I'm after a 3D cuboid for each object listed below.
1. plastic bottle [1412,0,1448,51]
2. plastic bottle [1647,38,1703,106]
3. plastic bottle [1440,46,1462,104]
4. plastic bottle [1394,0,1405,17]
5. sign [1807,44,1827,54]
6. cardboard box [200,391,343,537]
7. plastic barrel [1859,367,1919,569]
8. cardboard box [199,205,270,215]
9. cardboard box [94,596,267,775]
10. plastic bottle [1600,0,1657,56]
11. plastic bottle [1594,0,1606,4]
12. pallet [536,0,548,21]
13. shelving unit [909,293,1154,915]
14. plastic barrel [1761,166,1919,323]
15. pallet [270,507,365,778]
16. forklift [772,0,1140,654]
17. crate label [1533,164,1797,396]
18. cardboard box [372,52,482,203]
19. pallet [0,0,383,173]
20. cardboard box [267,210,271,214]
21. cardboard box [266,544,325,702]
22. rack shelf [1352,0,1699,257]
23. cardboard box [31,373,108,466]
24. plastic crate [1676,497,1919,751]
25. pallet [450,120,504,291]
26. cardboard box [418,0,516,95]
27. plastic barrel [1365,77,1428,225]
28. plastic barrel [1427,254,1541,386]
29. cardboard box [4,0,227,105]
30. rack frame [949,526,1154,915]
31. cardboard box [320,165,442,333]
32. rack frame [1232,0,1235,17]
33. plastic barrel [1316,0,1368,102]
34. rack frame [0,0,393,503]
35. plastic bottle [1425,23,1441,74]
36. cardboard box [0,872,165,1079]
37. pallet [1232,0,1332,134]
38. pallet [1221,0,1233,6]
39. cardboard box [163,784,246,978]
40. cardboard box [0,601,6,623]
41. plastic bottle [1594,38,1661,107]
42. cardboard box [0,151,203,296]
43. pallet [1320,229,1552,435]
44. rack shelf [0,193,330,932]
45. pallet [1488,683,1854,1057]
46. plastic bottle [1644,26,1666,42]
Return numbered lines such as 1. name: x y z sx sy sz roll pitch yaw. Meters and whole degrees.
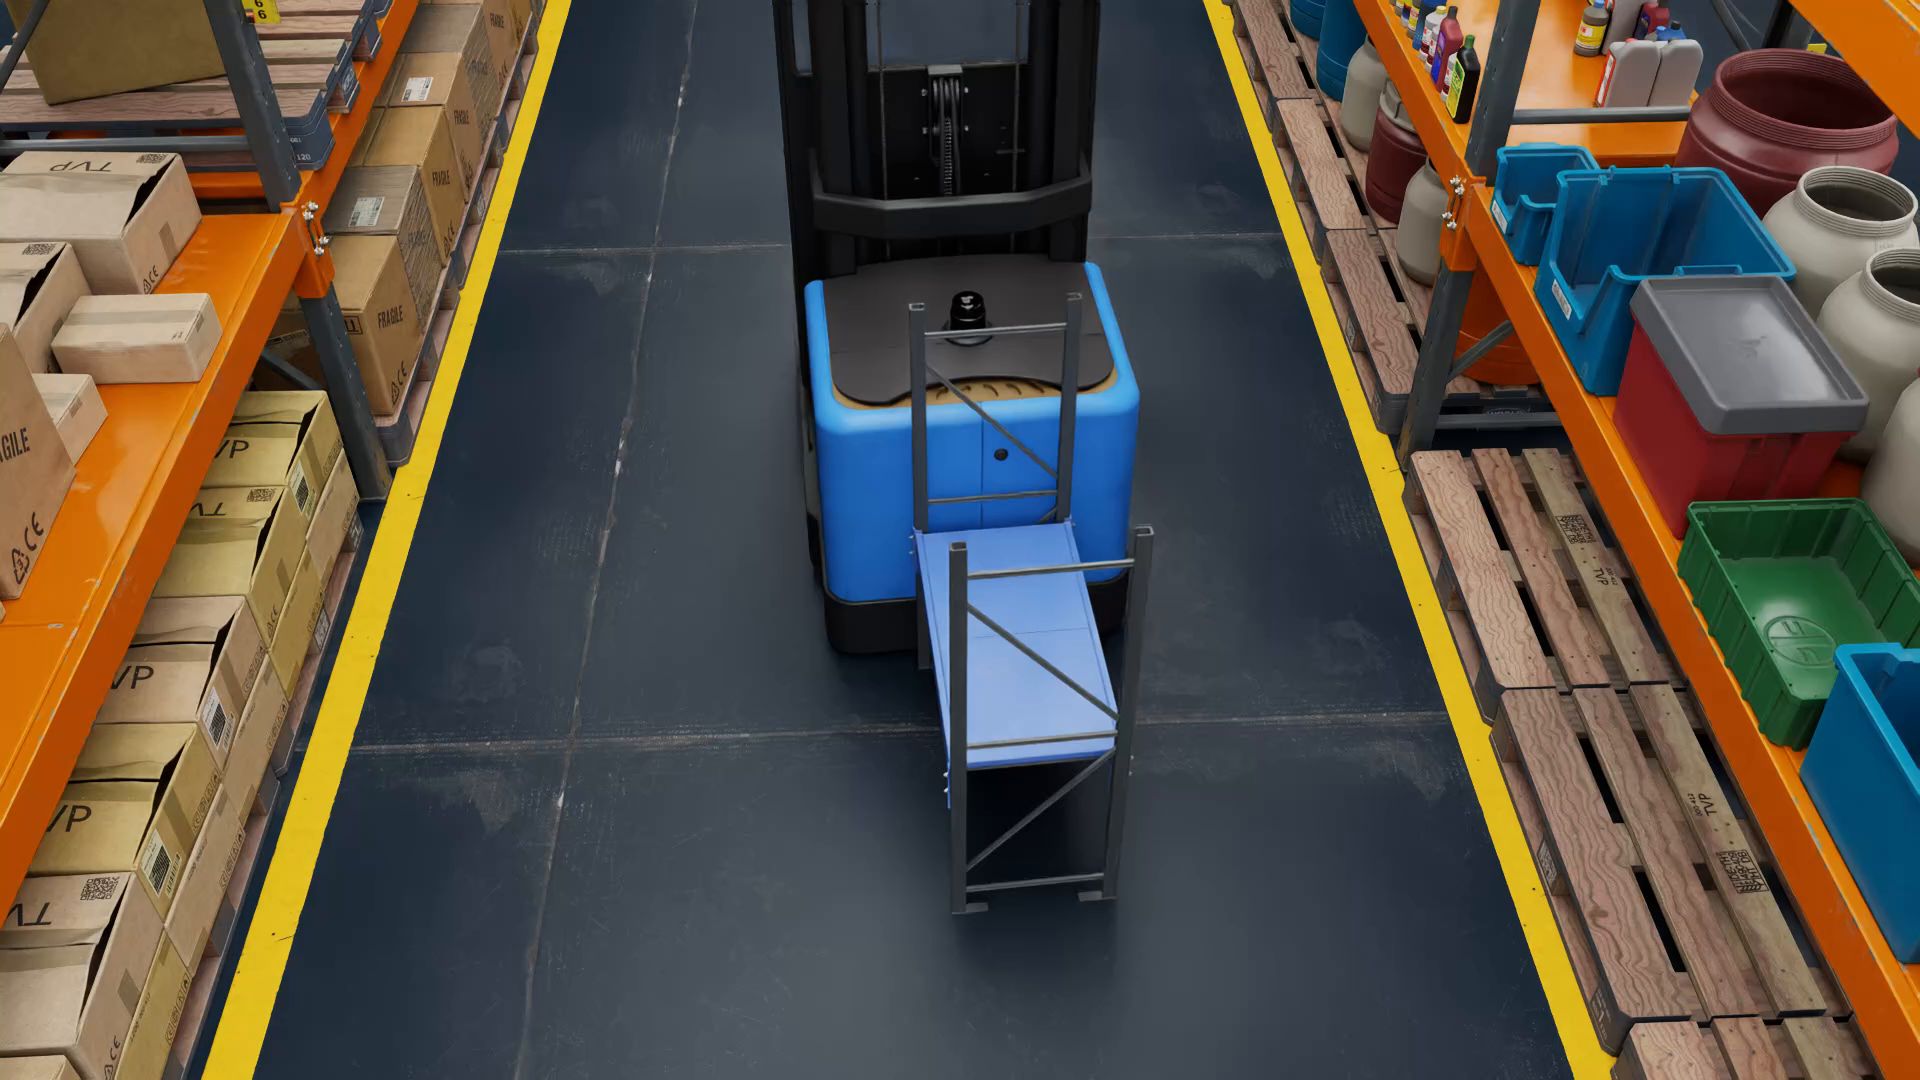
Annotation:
1. plastic bottle: 1.788 -1.999 6.306 0.097 0.271 0.097 0 43 0
2. plastic bottle: 2.541 -1.675 5.950 0.152 0.276 0.135 -2 43 -2
3. plastic bottle: 1.806 -1.686 6.016 0.097 0.201 0.097 0 43 0
4. plastic bottle: 1.776 -2.170 6.545 0.097 0.201 0.097 0 43 0
5. sign: 2.786 -1.500 5.546 0.100 0.325 0.005 -2 43 -2
6. cardboard box: -2.444 -0.281 5.646 0.500 0.311 0.500 -1 43 -1
7. plastic barrel: 2.535 -0.209 4.157 0.433 0.535 0.433 0 43 0
8. cardboard box: -2.993 -1.460 6.592 0.500 0.250 0.500 0 43 0
9. cardboard box: -2.397 0.410 4.892 0.500 0.311 0.500 -2 43 -2
10. plastic bottle: 2.521 -1.988 6.290 0.152 0.276 0.135 -2 43 -2
11. plastic bottle: 2.483 -2.063 6.376 0.097 0.271 0.097 0 43 0
12. pallet: -2.911 -3.416 9.821 1.003 0.211 1.213 -2 43 -2
13. shelving unit: 0.163 0.208 4.913 0.538 1.500 1.048 -5 43 -5
14. plastic barrel: 2.494 -0.773 4.790 0.421 0.512 0.421 0 43 0
15. pallet: -2.717 0.305 5.761 1.003 0.211 1.213 -2 43 -2
16. forklift: -0.106 -1.686 5.920 1.130 2.935 3.031 -5 43 -5
17. crate label: 2.009 -0.754 4.827 0.502 0.435 0.616 -2 43 -2
18. cardboard box: -2.518 -1.880 7.606 0.500 0.500 0.500 -3 43 -3
19. pallet: -2.811 -1.665 5.988 1.213 0.211 1.003 -2 43 -2
20. cardboard box: -2.987 -1.145 6.804 0.500 0.500 0.500 0 43 0
21. cardboard box: -2.421 0.275 5.454 0.500 0.250 0.500 -2 43 -2
22. rack shelf: 2.152 -2.505 7.295 1.077 0.370 4.000 -2 43 -2
23. cardboard box: -2.602 -0.328 4.574 0.380 0.149 0.250 1 43 1
24. plastic crate: 2.050 0.191 3.978 0.450 0.188 0.662 -2 43 -2
25. pallet: -2.755 -1.579 7.816 1.003 0.211 1.213 -2 43 -2
26. cardboard box: -2.562 -2.562 8.350 0.500 0.500 0.500 -2 43 -2
27. plastic barrel: 2.151 -1.778 7.443 0.600 0.588 0.708 -2 43 -2
28. plastic barrel: 2.199 -1.104 6.530 0.600 0.830 0.708 -2 43 -2
29. cardboard box: -2.852 -1.894 5.711 0.700 0.500 0.500 -15 45 -16
30. rack frame: 0.223 0.549 4.541 0.500 1.500 0.032 -5 43 -5
31. cardboard box: -2.474 -1.190 6.852 0.500 0.500 0.500 -3 43 -3
32. rack frame: 2.067 -4.120 8.525 1.000 3.000 0.127 -2 43 -2
33. plastic barrel: 2.103 -2.656 8.169 0.600 0.901 0.708 -2 43 -2
34. rack frame: -2.712 -1.280 5.427 1.000 3.000 0.127 -2 43 -2
35. plastic bottle: 1.797 -1.841 6.186 0.097 0.201 0.097 0 43 0
36. cardboard box: -2.351 1.099 4.140 0.500 0.311 0.500 -3 43 -3
37. pallet: 2.058 -2.570 8.898 1.003 0.211 1.213 -2 43 -2
38. pallet: 1.997 -3.587 10.008 1.003 0.211 1.213 -2 43 -2
39. cardboard box: -2.378 0.962 4.705 0.500 0.250 0.500 -1 43 -1
40. cardboard box: -2.603 0.171 3.770 0.500 0.500 0.500 -2 43 -2
41. plastic bottle: 2.389 -1.671 5.945 0.152 0.276 0.135 -2 43 -2
42. cardboard box: -2.741 -1.000 5.187 0.500 0.311 0.500 1 43 1
43. pallet: 2.161 -0.923 7.100 1.003 0.211 1.213 -2 43 -2
44. rack shelf: -2.628 0.335 4.197 1.077 0.370 4.000 -2 43 -2
45. pallet: 2.279 0.954 5.053 1.003 0.211 1.213 -2 43 -2
46. plastic bottle: 2.559 -1.793 6.133 0.097 0.201 0.097 0 43 0
